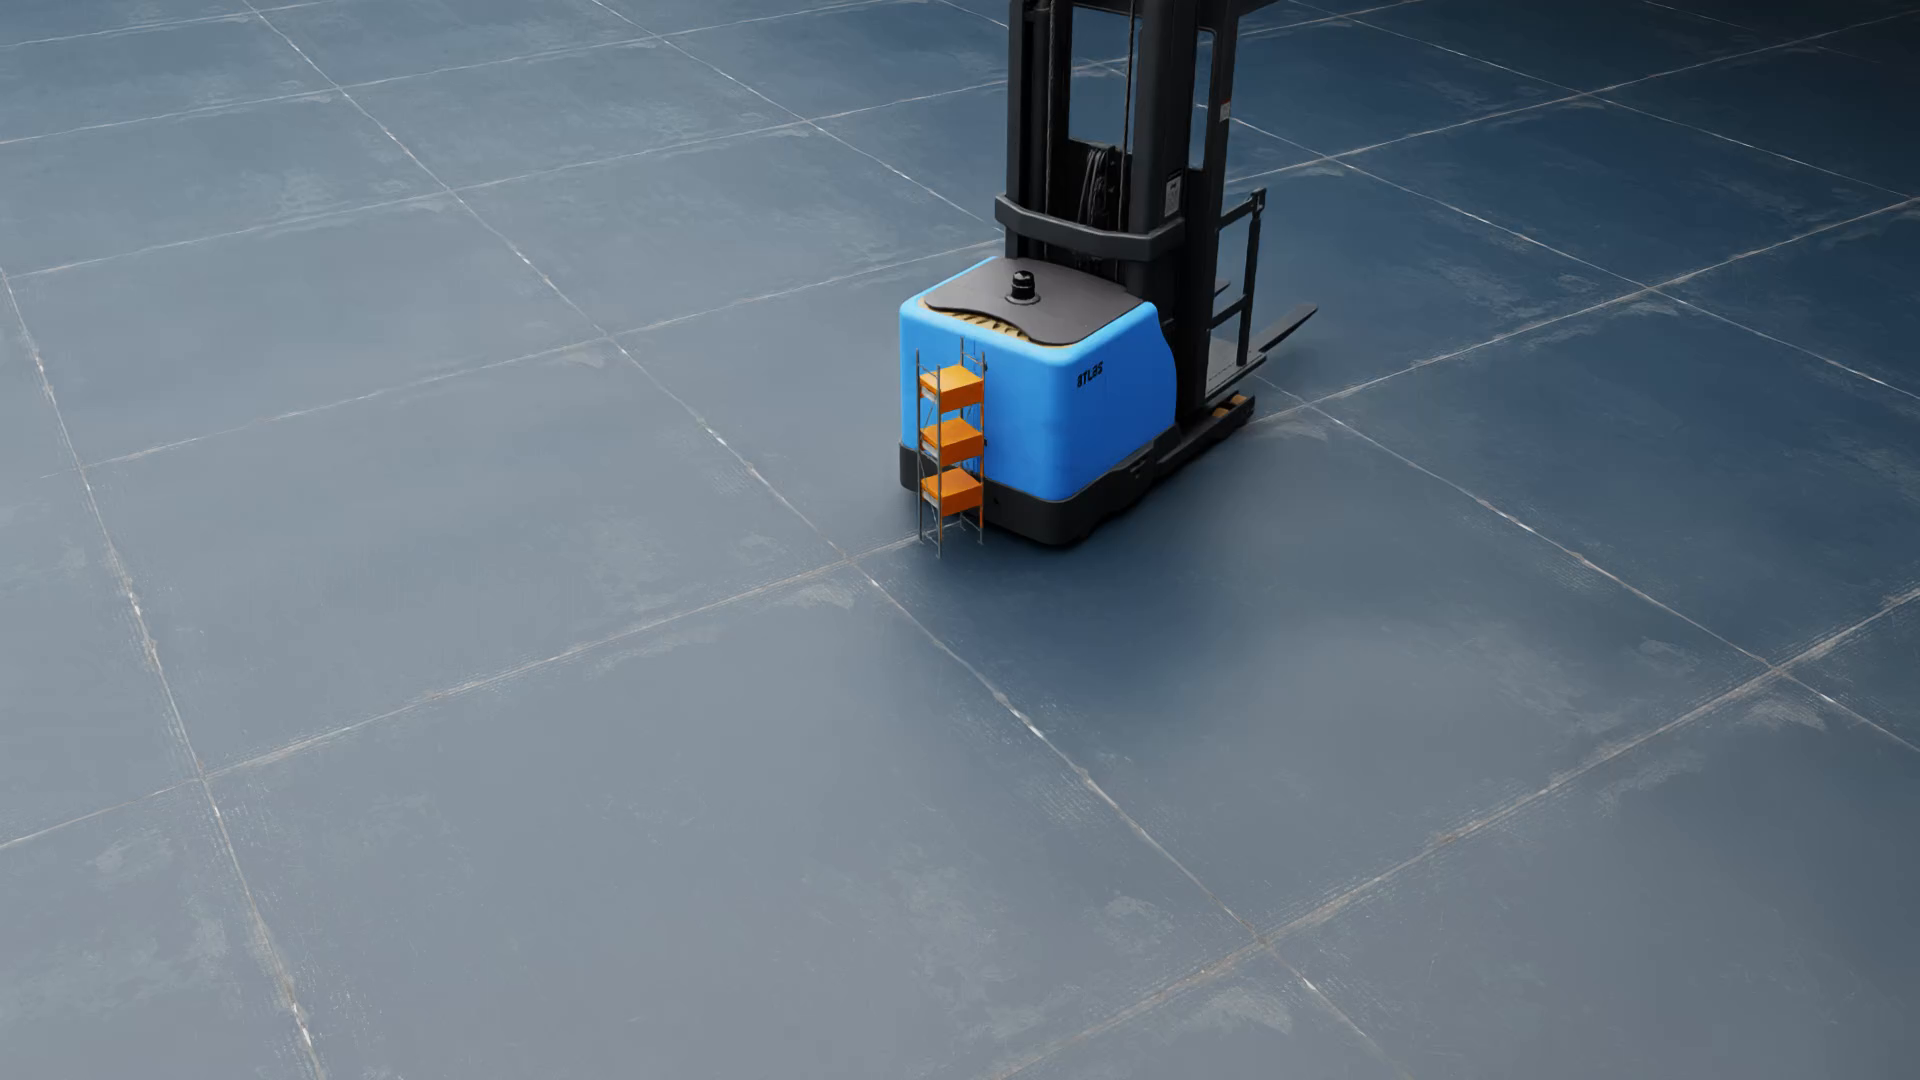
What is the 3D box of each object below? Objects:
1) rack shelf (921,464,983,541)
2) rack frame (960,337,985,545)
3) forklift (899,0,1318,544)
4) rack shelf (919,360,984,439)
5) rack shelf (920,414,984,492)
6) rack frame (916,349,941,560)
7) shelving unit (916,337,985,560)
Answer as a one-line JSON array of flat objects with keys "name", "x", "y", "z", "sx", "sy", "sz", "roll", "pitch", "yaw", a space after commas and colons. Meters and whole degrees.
[{"name": "rack shelf", "x": -0.045, "y": -0.185, "z": 8.099, "sx": 0.240, "sy": 0.259, "sz": 0.215, "roll": -19, "pitch": 37, "yaw": -27}, {"name": "rack frame", "x": 0.058, "y": -0.464, "z": 8.001, "sx": 0.008, "sy": 1.050, "sz": 0.200, "roll": -19, "pitch": 37, "yaw": -27}, {"name": "forklift", "x": 0.987, "y": -1.943, "z": 8.584, "sx": 1.130, "sy": 2.935, "sz": 3.031, "roll": 22, "pitch": 39, "yaw": 31}, {"name": "rack shelf", "x": -0.045, "y": -0.660, "z": 7.800, "sx": 0.240, "sy": 0.259, "sz": 0.215, "roll": -19, "pitch": 37, "yaw": -27}, {"name": "rack shelf", "x": -0.045, "y": -0.420, "z": 7.951, "sx": 0.240, "sy": 0.259, "sz": 0.215, "roll": -19, "pitch": 37, "yaw": -27}, {"name": "rack frame", "x": -0.148, "y": -0.393, "z": 7.889, "sx": 0.008, "sy": 1.050, "sz": 0.200, "roll": -19, "pitch": 37, "yaw": -27}, {"name": "shelving unit", "x": -0.045, "y": -0.429, "z": 7.945, "sx": 0.252, "sy": 1.050, "sz": 0.215, "roll": -19, "pitch": 37, "yaw": -27}]
